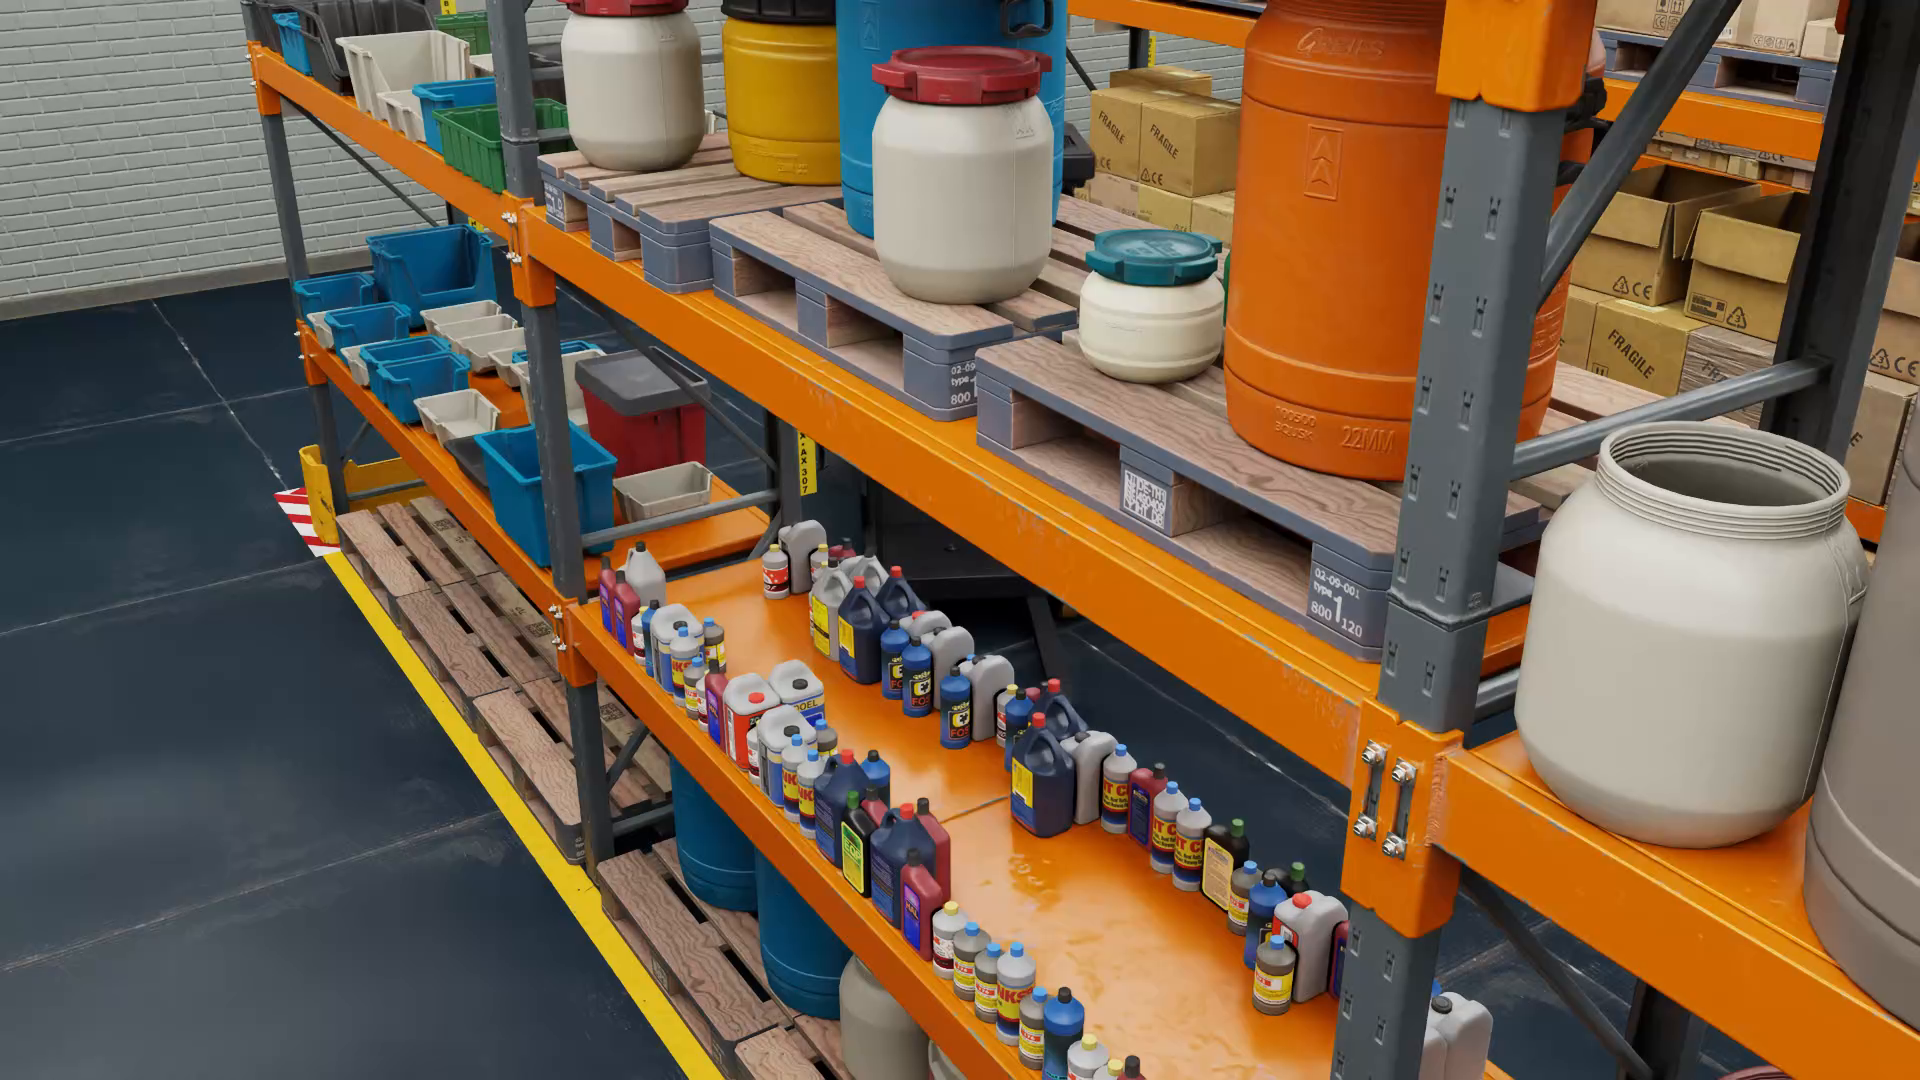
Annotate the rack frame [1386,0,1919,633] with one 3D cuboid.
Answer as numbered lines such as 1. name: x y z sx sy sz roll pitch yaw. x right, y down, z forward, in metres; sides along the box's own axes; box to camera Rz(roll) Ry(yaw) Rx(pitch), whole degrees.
1. rack frame: 1.101 -1.360 2.089 1.000 3.000 0.127 -16 29 -30

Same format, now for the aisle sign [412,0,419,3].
1. aisle sign: -3.060 -2.778 9.076 0.394 0.787 0.004 -16 29 -30

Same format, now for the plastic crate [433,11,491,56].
1. plastic crate: -2.488 -2.483 8.230 0.450 0.188 0.336 -16 29 -30

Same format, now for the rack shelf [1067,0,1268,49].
1. rack shelf: 1.976 -2.978 9.874 1.077 0.370 4.000 -16 29 -30

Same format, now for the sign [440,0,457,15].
1. sign: -2.814 -2.951 9.097 0.100 0.325 0.005 -16 29 -30

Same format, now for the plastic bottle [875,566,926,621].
1. plastic bottle: -0.205 0.263 5.736 0.144 0.351 0.185 -16 29 -30

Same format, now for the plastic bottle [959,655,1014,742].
1. plastic bottle: 0.079 0.486 5.352 0.152 0.276 0.135 -16 29 -30

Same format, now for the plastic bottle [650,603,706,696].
1. plastic bottle: -0.949 0.364 5.611 0.152 0.276 0.135 -16 29 -30

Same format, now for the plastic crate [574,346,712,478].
1. plastic crate: -1.360 -0.512 7.175 0.402 0.464 0.583 -16 29 -30

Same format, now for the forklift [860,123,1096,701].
1. forklift: 0.054 -1.016 8.470 1.130 2.935 3.031 -2 25 -4

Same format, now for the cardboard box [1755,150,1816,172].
1. cardboard box: 6.225 -3.003 12.131 0.500 0.500 0.500 -16 29 -30

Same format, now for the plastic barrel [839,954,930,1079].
1. plastic barrel: -0.180 1.532 5.413 0.421 0.512 0.421 0 25 0

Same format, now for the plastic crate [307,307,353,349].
1. plastic crate: -3.301 -1.117 8.841 0.250 0.136 0.298 -16 29 -30

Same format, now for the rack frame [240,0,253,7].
1. rack frame: -3.266 -4.221 8.151 1.000 3.000 0.127 -16 29 -30

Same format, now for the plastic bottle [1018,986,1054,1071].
1. plastic bottle: 0.190 1.165 4.001 0.097 0.201 0.097 0 25 0

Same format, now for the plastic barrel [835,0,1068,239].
1. plastic barrel: -0.022 -1.276 4.346 0.600 0.901 0.708 -16 29 -30

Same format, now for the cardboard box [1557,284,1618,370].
1. cardboard box: 3.109 -1.054 8.353 0.500 0.500 0.500 -15 29 -29

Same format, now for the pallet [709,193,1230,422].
1. pallet: 0.049 -0.686 4.397 1.003 0.211 1.213 -16 29 -30

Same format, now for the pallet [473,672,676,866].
1. pallet: -1.516 0.929 7.534 1.003 0.211 1.213 -16 29 -30

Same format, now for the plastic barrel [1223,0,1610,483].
1. plastic barrel: 0.794 -0.591 2.980 0.600 0.830 0.708 -16 29 -30

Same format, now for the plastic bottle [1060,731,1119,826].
1. plastic bottle: 0.379 0.683 4.935 0.152 0.276 0.135 -16 29 -30

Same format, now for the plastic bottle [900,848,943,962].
1. plastic bottle: -0.101 0.952 4.357 0.061 0.283 0.133 -16 29 -30

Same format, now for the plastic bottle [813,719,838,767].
1. plastic bottle: -0.422 0.645 5.103 0.097 0.201 0.097 0 25 0

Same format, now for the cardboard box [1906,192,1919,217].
1. cardboard box: 6.694 -2.352 11.514 0.380 0.149 0.250 -16 30 -31

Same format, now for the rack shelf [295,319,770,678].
1. rack shelf: -2.174 -0.468 8.070 1.077 0.370 4.000 -16 29 -30

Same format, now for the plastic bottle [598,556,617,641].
1. plastic bottle: -1.240 0.206 5.937 0.061 0.283 0.133 -16 29 -30

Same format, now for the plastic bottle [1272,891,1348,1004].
1. plastic bottle: 0.883 1.014 4.235 0.152 0.276 0.135 -16 29 -30

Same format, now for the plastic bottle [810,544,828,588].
1. plastic bottle: -0.510 0.113 6.230 0.097 0.201 0.097 0 25 0

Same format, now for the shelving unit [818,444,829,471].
1. shelving unit: -0.588 -1.415 10.287 0.503 2.100 0.431 15 29 28

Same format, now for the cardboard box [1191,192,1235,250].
1. cardboard box: 1.770 -1.944 10.182 0.500 0.250 0.500 -16 30 -31

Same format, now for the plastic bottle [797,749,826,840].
1. plastic bottle: -0.423 0.732 4.837 0.097 0.271 0.097 0 25 0

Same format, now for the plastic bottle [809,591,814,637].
1. plastic bottle: -0.491 0.244 5.952 0.097 0.201 0.097 0 25 0

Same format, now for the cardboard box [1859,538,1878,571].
1. cardboard box: 4.412 0.397 7.391 1.225 0.875 0.875 -15 29 -29

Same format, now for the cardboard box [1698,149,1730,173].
1. cardboard box: 5.891 -2.930 12.738 0.380 0.149 0.250 -14 29 -28

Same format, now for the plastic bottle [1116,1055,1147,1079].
1. plastic bottle: 0.397 1.278 3.666 0.061 0.283 0.133 -16 29 -30

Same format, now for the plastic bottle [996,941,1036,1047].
1. plastic bottle: 0.137 1.099 4.060 0.097 0.271 0.097 0 25 0

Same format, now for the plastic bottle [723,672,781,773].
1. plastic bottle: -0.643 0.564 5.187 0.152 0.276 0.135 -16 29 -30

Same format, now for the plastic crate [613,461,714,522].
1. plastic crate: -1.217 -0.185 6.867 0.396 0.136 0.243 -16 29 -30

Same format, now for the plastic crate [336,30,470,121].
1. plastic crate: -2.315 -1.947 6.985 0.437 0.282 0.530 -16 29 -30

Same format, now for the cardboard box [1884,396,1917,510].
1. cardboard box: 4.221 -0.330 6.818 0.500 0.500 0.500 -17 30 -31

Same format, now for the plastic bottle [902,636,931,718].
1. plastic bottle: -0.142 0.441 5.453 0.097 0.271 0.097 0 25 0

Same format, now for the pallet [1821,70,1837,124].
1. pallet: 4.242 -1.689 6.523 1.003 0.211 1.213 -14 29 -27

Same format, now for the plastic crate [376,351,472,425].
1. plastic crate: -2.524 -0.716 7.880 0.416 0.233 0.300 -16 29 -30

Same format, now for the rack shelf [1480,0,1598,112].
1. rack shelf: 2.193 -0.138 0.813 1.077 0.370 4.000 -16 29 -30

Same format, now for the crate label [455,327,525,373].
1. crate label: -2.350 -0.966 8.521 0.396 0.136 0.243 -16 29 -30

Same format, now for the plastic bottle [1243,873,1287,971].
1. plastic bottle: 0.792 0.982 4.307 0.097 0.271 0.097 0 25 0

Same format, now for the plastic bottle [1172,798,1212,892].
1. plastic bottle: 0.644 0.838 4.613 0.097 0.271 0.097 0 25 0

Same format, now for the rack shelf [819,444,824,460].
1. rack shelf: -0.588 -0.769 10.592 0.480 0.518 0.431 15 29 28
